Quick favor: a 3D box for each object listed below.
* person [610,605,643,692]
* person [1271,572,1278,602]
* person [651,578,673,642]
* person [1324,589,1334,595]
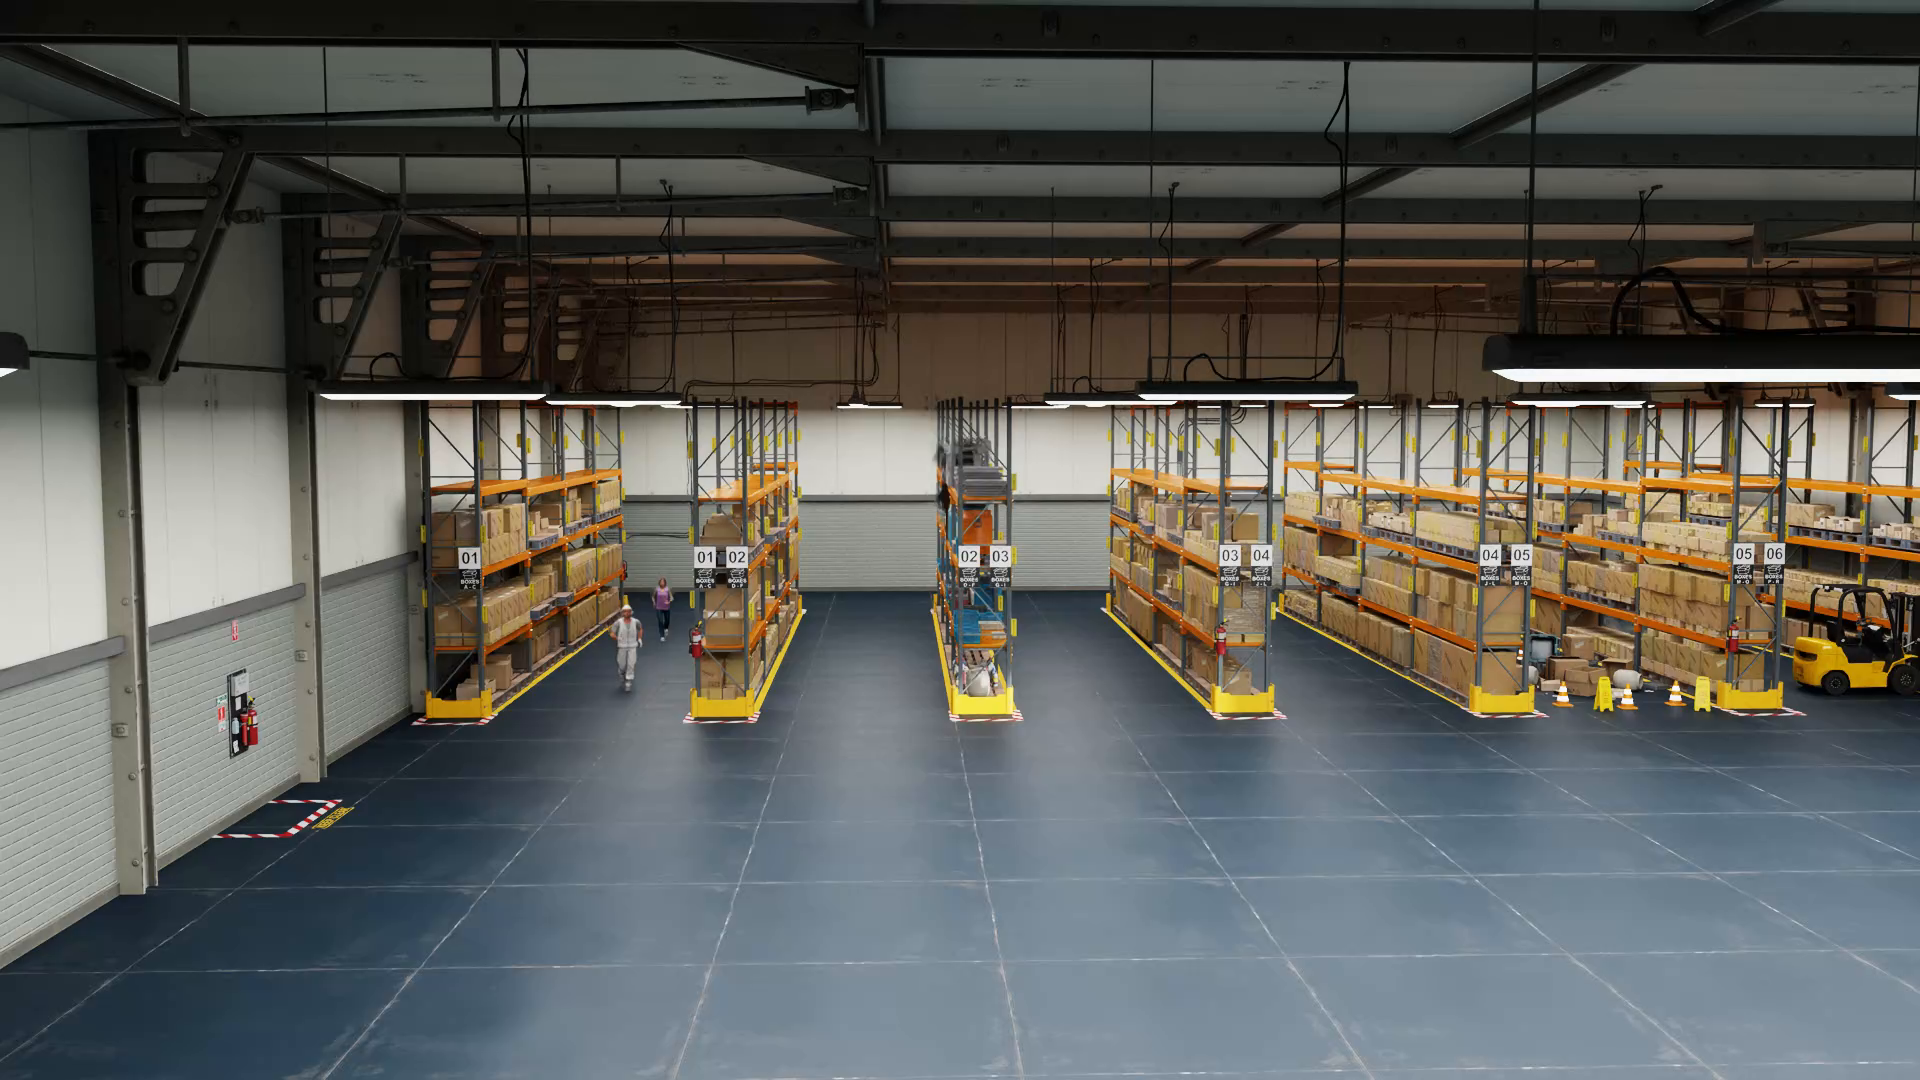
[{"bbox_3d":[-6.834,2.205,34.129,0.663,1.757,0.782,-1,5,-17],"label":"person"},{"bbox_3d":[8.135,1.439,44.274,0.722,1.717,0.731,0,4,4],"label":"person"},{"bbox_3d":[-7.440,1.732,41.566,0.546,1.560,0.725,-1,4,-11],"label":"person"},{"bbox_3d":[10.826,1.183,48.599,0.644,1.635,0.615,-3,5,-35],"label":"person"}]
